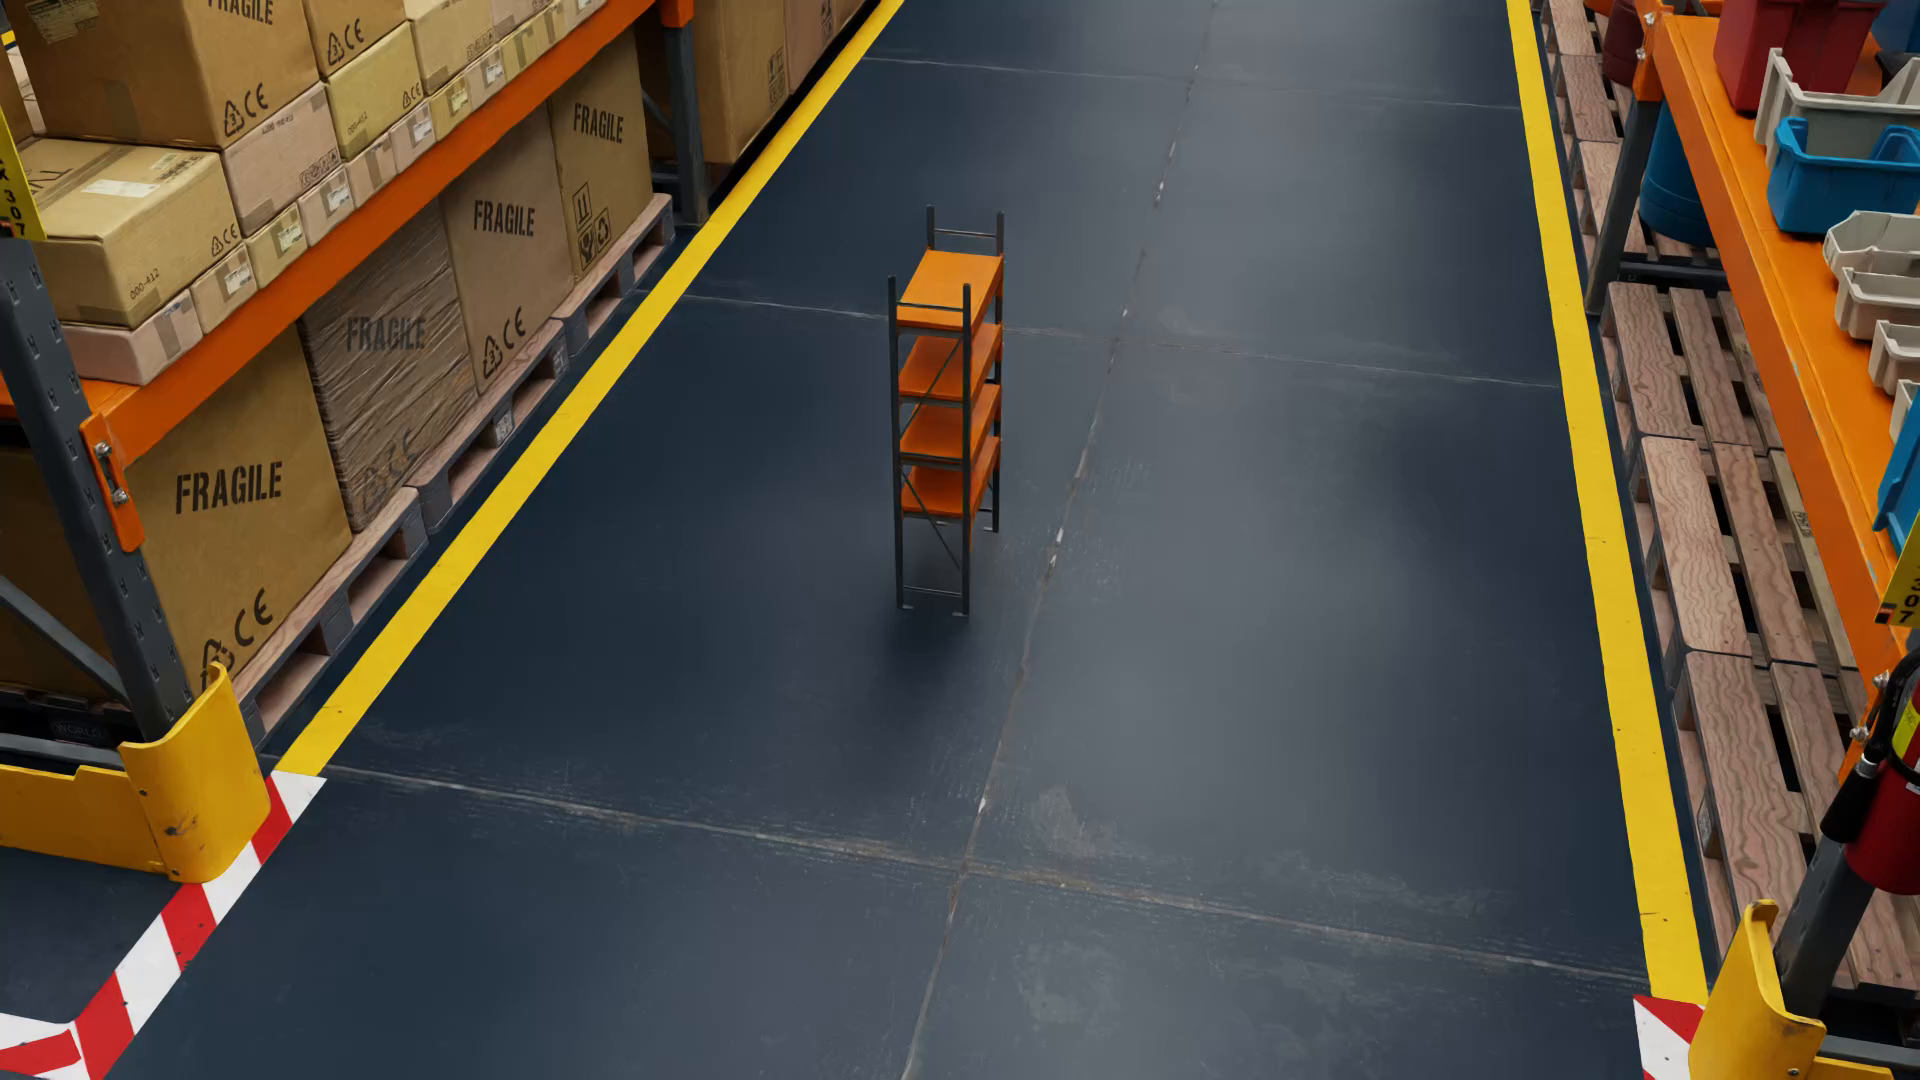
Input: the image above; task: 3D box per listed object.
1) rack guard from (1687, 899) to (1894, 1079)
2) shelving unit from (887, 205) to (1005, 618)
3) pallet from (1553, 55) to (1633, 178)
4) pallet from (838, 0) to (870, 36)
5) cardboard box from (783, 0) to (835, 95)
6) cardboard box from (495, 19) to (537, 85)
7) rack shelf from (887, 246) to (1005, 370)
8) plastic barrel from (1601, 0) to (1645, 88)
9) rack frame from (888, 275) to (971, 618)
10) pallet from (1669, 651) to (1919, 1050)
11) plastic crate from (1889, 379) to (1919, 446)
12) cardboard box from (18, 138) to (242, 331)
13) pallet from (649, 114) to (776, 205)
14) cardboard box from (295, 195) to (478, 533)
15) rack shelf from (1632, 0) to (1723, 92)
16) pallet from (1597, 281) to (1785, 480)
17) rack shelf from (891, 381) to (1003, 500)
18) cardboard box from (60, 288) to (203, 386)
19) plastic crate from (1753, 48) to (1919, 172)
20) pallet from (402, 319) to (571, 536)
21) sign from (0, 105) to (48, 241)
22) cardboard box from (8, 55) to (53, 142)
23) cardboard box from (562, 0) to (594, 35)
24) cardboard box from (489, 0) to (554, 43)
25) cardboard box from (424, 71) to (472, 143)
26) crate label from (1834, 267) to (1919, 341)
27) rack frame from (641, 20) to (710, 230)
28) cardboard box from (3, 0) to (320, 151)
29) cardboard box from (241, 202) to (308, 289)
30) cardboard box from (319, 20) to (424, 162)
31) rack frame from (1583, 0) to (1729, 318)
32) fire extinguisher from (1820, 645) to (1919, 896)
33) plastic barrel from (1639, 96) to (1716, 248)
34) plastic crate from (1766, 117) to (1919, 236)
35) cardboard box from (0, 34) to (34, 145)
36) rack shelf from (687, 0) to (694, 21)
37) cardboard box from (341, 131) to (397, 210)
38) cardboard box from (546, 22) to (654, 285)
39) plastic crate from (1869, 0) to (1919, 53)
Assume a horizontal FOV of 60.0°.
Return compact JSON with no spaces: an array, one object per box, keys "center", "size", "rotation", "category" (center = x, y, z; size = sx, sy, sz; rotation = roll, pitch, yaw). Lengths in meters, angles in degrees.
[{"center":[2.311,1.182,3.693],"size":[1.175,0.500,0.348],"rotation":[7,37,10],"category":"rack guard"},{"center":[-0.035,-0.391,5.267],"size":[0.258,1.200,0.503],"rotation":[7,37,10],"category":"shelving unit"},{"center":[3.621,-2.148,8.534],"size":[1.003,0.211,1.213],"rotation":[7,37,10],"category":"pallet"},{"center":[-1.069,-3.481,10.373],"size":[1.003,0.211,1.213],"rotation":[7,37,10],"category":"pallet"},{"center":[-1.374,-2.951,8.718],"size":[1.225,0.875,0.875],"rotation":[6,36,8],"category":"cardboard box"},{"center":[-1.701,-1.705,5.761],"size":[0.380,0.149,0.250],"rotation":[7,36,9],"category":"cardboard box"},{"center":[-0.035,-0.709,5.036],"size":[0.258,0.148,0.480],"rotation":[7,37,10],"category":"rack shelf"},{"center":[3.683,-2.695,8.610],"size":[0.600,0.588,0.708],"rotation":[7,37,10],"category":"plastic barrel"},{"center":[-0.087,-0.251,5.074],"size":[0.240,1.200,0.015],"rotation":[7,37,10],"category":"rack frame"},{"center":[2.517,0.816,4.445],"size":[1.003,0.211,1.213],"rotation":[7,37,10],"category":"pallet"},{"center":[2.300,-0.253,3.717],"size":[0.396,0.136,0.243],"rotation":[7,37,10],"category":"plastic crate"},{"center":[-2.169,-0.767,4.127],"size":[0.500,0.250,0.500],"rotation":[6,36,9],"category":"cardboard box"},{"center":[-1.590,-2.082,8.443],"size":[1.003,0.211,1.213],"rotation":[7,37,10],"category":"pallet"},{"center":[-2.283,-0.675,5.577],"size":[0.875,0.875,0.875],"rotation":[7,37,10],"category":"cardboard box"},{"center":[3.585,-2.994,7.938],"size":[1.077,0.370,4.000],"rotation":[7,37,10],"category":"rack shelf"},{"center":[3.038,-0.583,6.375],"size":[1.003,0.211,1.213],"rotation":[7,37,10],"category":"pallet"},{"center":[-0.035,-0.336,5.306],"size":[0.258,0.148,0.480],"rotation":[7,37,10],"category":"rack shelf"},{"center":[-2.137,-0.527,4.135],"size":[0.380,0.149,0.250],"rotation":[8,37,10],"category":"cardboard box"},{"center":[2.651,-1.263,4.986],"size":[0.437,0.282,0.530],"rotation":[7,37,10],"category":"plastic crate"},{"center":[-2.179,-0.503,6.264],"size":[1.003,0.211,1.213],"rotation":[7,37,10],"category":"pallet"},{"center":[-1.995,-0.776,3.459],"size":[0.100,0.325,0.005],"rotation":[7,37,10],"category":"sign"},{"center":[-2.582,-1.128,4.624],"size":[0.500,0.250,0.500],"rotation":[7,36,9],"category":"cardboard box"},{"center":[-1.591,-2.000,6.167],"size":[0.380,0.149,0.250],"rotation":[8,37,11],"category":"cardboard box"},{"center":[-1.736,-1.943,5.750],"size":[0.500,0.250,0.500],"rotation":[8,37,11],"category":"cardboard box"},{"center":[-1.810,-1.409,5.352],"size":[0.380,0.149,0.250],"rotation":[6,36,9],"category":"cardboard box"},{"center":[2.412,-0.580,4.168],"size":[0.396,0.136,0.243],"rotation":[7,37,10],"category":"crate label"},{"center":[-1.681,-2.759,7.001],"size":[1.000,3.000,0.127],"rotation":[7,37,10],"category":"rack frame"},{"center":[-2.063,-1.358,4.302],"size":[0.500,0.500,0.500],"rotation":[6,36,9],"category":"cardboard box"},{"center":[-2.030,-0.821,4.540],"size":[0.380,0.149,0.250],"rotation":[6,36,9],"category":"cardboard box"},{"center":[-1.954,-1.354,4.936],"size":[0.500,0.250,0.500],"rotation":[6,36,8],"category":"cardboard box"},{"center":[3.157,-2.139,6.145],"size":[1.000,3.000,0.127],"rotation":[7,37,10],"category":"rack frame"},{"center":[1.827,0.366,3.072],"size":[0.296,0.674,0.183],"rotation":[7,37,10],"category":"fire extinguisher"},{"center":[3.290,-1.769,7.065],"size":[0.600,0.901,0.708],"rotation":[7,37,10],"category":"plastic barrel"},{"center":[2.491,-1.011,4.681],"size":[0.416,0.233,0.300],"rotation":[7,37,10],"category":"plastic crate"},{"center":[-2.688,-1.142,4.005],"size":[0.500,0.500,0.500],"rotation":[8,37,11],"category":"cardboard box"},{"center":[-1.254,-3.615,8.794],"size":[1.077,0.370,4.000],"rotation":[7,37,10],"category":"rack shelf"},{"center":[-1.920,-1.116,4.948],"size":[0.380,0.149,0.250],"rotation":[7,36,9],"category":"cardboard box"},{"center":[-1.900,-1.701,6.993],"size":[0.875,0.875,0.875],"rotation":[7,37,10],"category":"cardboard box"},{"center":[3.391,-1.846,5.703],"size":[0.392,0.384,0.575],"rotation":[7,37,10],"category":"plastic crate"}]
